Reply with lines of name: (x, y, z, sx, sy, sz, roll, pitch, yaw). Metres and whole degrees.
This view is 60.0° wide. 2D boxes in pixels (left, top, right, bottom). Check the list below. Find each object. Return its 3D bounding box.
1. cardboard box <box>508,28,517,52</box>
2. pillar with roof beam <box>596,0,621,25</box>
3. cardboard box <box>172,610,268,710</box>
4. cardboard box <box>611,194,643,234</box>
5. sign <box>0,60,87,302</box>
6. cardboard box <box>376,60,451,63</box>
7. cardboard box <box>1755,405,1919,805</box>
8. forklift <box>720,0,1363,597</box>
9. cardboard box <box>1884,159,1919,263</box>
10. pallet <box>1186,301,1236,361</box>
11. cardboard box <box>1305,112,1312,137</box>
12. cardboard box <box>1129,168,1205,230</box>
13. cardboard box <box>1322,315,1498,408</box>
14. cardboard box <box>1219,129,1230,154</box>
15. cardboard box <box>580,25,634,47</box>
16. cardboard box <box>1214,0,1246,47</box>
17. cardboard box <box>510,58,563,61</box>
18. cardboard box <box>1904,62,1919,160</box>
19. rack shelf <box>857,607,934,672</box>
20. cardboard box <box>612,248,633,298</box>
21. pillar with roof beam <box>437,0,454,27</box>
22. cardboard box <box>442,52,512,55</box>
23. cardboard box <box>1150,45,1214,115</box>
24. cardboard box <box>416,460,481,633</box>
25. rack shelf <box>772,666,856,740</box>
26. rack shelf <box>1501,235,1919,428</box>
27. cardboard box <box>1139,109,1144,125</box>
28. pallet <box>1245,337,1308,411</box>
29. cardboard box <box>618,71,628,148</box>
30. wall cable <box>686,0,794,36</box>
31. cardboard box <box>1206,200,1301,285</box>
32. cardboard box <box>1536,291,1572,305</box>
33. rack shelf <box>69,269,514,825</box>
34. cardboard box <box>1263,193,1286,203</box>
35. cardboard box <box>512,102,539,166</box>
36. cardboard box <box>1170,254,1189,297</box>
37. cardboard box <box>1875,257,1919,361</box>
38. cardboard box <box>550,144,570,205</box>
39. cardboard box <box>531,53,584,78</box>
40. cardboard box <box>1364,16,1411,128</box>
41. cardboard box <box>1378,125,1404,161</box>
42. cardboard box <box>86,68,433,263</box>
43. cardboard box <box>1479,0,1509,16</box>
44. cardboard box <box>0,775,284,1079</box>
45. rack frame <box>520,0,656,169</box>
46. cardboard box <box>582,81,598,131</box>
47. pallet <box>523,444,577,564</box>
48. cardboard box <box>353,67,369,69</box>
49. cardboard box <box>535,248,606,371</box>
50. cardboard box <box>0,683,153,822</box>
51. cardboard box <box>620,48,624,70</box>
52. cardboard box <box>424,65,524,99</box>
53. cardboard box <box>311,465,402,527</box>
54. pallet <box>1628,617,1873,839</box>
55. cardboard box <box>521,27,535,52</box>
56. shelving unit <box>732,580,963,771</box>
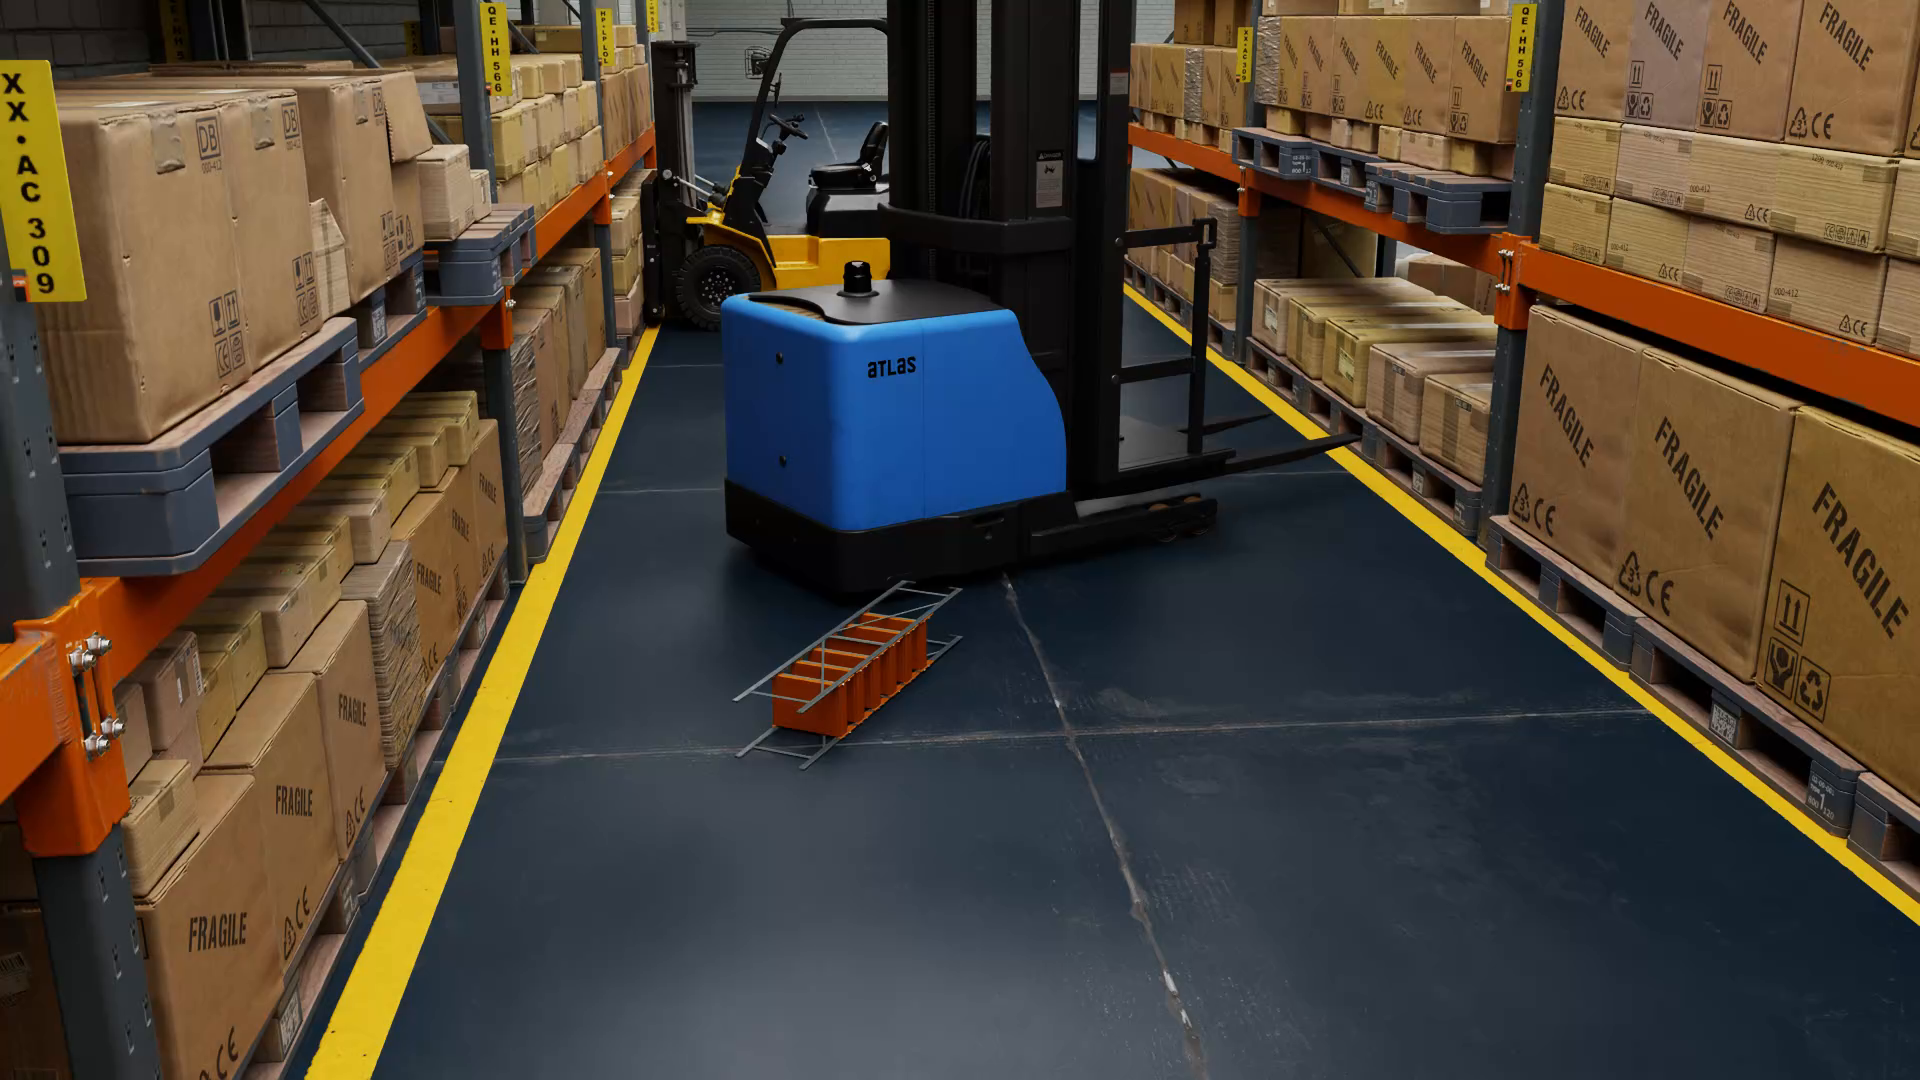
cardboard box: (-2.960, -3.102, 10.304, 0.380, 0.149, 0.250, -2, 18, -7)
pillar with roof beam: (-0.835, -9.968, 23.905, 9.100, 9.000, 0.400, -2, 18, -6)
cardboard box: (-1.774, 0.272, 3.691, 0.380, 0.149, 0.250, -2, 18, -7)
cardboard box: (-2.485, -2.261, 11.592, 0.500, 0.250, 0.500, -1, 17, -4)
sign: (-1.278, -0.490, 2.284, 0.100, 0.325, 0.005, -2, 18, -6)
cardboard box: (-2.740, -2.306, 8.264, 0.380, 0.149, 0.250, -2, 18, -6)
cardboard box: (2.876, 0.150, 4.538, 0.875, 0.875, 0.875, -1, 17, -4)
forklift: (0.512, -1.505, 7.078, 3.031, 2.935, 1.130, -12, 21, -33)
cardboard box: (2.714, -0.806, 4.152, 0.500, 0.250, 0.500, -1, 17, -4)
pallet: (2.191, -1.464, 11.489, 1.003, 0.211, 1.213, -2, 18, -6)
cardboard box: (2.160, -2.345, 9.357, 0.380, 0.149, 0.250, -1, 17, -2)
cardboard box: (1.694, -2.778, 13.655, 0.500, 0.500, 0.500, -2, 18, -7)
cardboard box: (2.503, -0.965, 8.929, 0.950, 0.372, 0.625, -1, 17, -4)
cardboard box: (1.926, -2.636, 10.986, 0.380, 0.149, 0.250, -1, 17, -4)
cardboard box: (-2.576, -3.655, 12.064, 0.380, 0.149, 0.250, -1, 17, -5)
cardboard box: (2.265, -3.856, 12.119, 0.700, 0.500, 0.500, -2, 18, -6)
cardboard box: (-2.245, -2.398, 8.559, 0.380, 0.149, 0.250, -2, 18, -7)
cardboard box: (2.731, -1.168, 4.053, 0.500, 0.500, 0.500, -1, 17, -4)
rack shelf: (-0.225, 0.339, 5.765, 0.258, 0.180, 0.103, 7, 19, 22)
cardboard box: (-2.385, -1.722, 10.709, 0.500, 0.250, 0.500, -2, 18, -6)
pillar with roof beam: (0.403, -6.393, 12.517, 9.100, 9.000, 0.400, -2, 18, -6)
cardboard box: (-2.930, -2.886, 10.113, 0.380, 0.149, 0.250, -2, 18, -6)
cardboard box: (1.766, -3.521, 12.722, 0.500, 0.500, 0.500, -2, 18, -7)
cardboard box: (-1.931, 0.011, 5.605, 0.500, 0.500, 0.500, -2, 18, -6)
rack shelf: (-0.464, 0.507, 5.241, 0.258, 0.180, 0.103, 7, 19, 22)
rack shelf: (2.914, -0.465, 4.851, 1.077, 0.370, 4.000, -2, 18, -6)
cardboard box: (1.712, -3.560, 13.928, 0.380, 0.149, 0.250, -2, 18, -5)
pallet: (2.377, -1.033, 10.116, 1.003, 0.211, 1.213, -2, 18, -6)
cardboard box: (-2.551, -2.935, 11.350, 0.500, 0.500, 0.500, -2, 18, -6)
wall cable: (-5.962, -14.635, 43.954, 3.097, 2.526, 0.112, -2, 18, -6)
cardboard box: (1.967, -2.010, 11.209, 0.500, 0.500, 0.500, -2, 18, -6)
cardboard box: (4.062, -1.828, 10.902, 0.500, 0.500, 0.500, -2, 18, -6)
rack shelf: (-2.023, -0.310, 4.359, 1.077, 0.370, 4.000, -2, 18, -6)
cardboard box: (2.436, -2.185, 11.767, 0.500, 0.500, 0.500, -1, 17, -3)
cardboard box: (-2.082, -1.705, 7.017, 0.500, 0.250, 0.500, -1, 17, -4)
cardboard box: (1.854, -1.962, 12.308, 0.500, 0.250, 0.500, -2, 17, -5)
cardboard box: (2.739, -0.569, 4.233, 0.500, 0.250, 0.500, -2, 18, -7)
cardboard box: (-2.191, -1.776, 8.075, 0.500, 0.250, 0.500, -1, 17, -4)
cardboard box: (-2.413, -2.902, 10.162, 0.380, 0.149, 0.250, -2, 18, -7)
cardboard box: (2.267, -2.225, 7.891, 0.500, 0.500, 0.500, -3, 18, -9)
cardboard box: (2.209, -1.883, 7.886, 0.380, 0.149, 0.250, -1, 17, -5)
cardboard box: (-1.877, -1.019, 4.540, 0.797, 0.503, 0.637, -2, 18, -7)
cardboard box: (2.703, -2.879, 8.891, 0.380, 0.149, 0.250, -3, 18, -8)
cardboard box: (-1.643, 0.783, 3.146, 0.500, 0.500, 0.500, -1, 17, -3)
rack frame: (-3.054, -3.633, 13.741, 1.000, 3.000, 0.127, -2, 18, -6)
cardboard box: (-2.337, -2.470, 9.452, 0.500, 0.250, 0.500, -2, 18, -7)
pallet: (-2.275, -0.166, 7.352, 1.003, 0.211, 1.213, -2, 18, -6)
cardboard box: (-2.663, -1.922, 7.041, 0.380, 0.149, 0.250, -2, 18, -7)
cardboard box: (-2.577, -1.354, 9.744, 0.875, 0.625, 0.625, -1, 17, -3)
cardboard box: (-1.649, 0.370, 2.884, 0.380, 0.149, 0.250, -2, 18, -7)
cardboard box: (-2.553, -3.363, 11.631, 0.380, 0.149, 0.250, -2, 18, -7)
cardboard box: (-2.145, -2.018, 7.346, 0.380, 0.149, 0.250, -2, 17, -5)
cardboard box: (-1.876, -0.113, 4.918, 0.380, 0.149, 0.250, -2, 18, -6)
pallet: (2.837, 0.526, 5.148, 1.003, 0.211, 1.213, -2, 18, -6)
cardboard box: (-2.514, -3.119, 10.358, 0.380, 0.149, 0.250, -2, 17, -5)
shelving unit: (-0.338, 0.419, 5.517, 0.258, 0.189, 1.200, 7, 19, 22)
